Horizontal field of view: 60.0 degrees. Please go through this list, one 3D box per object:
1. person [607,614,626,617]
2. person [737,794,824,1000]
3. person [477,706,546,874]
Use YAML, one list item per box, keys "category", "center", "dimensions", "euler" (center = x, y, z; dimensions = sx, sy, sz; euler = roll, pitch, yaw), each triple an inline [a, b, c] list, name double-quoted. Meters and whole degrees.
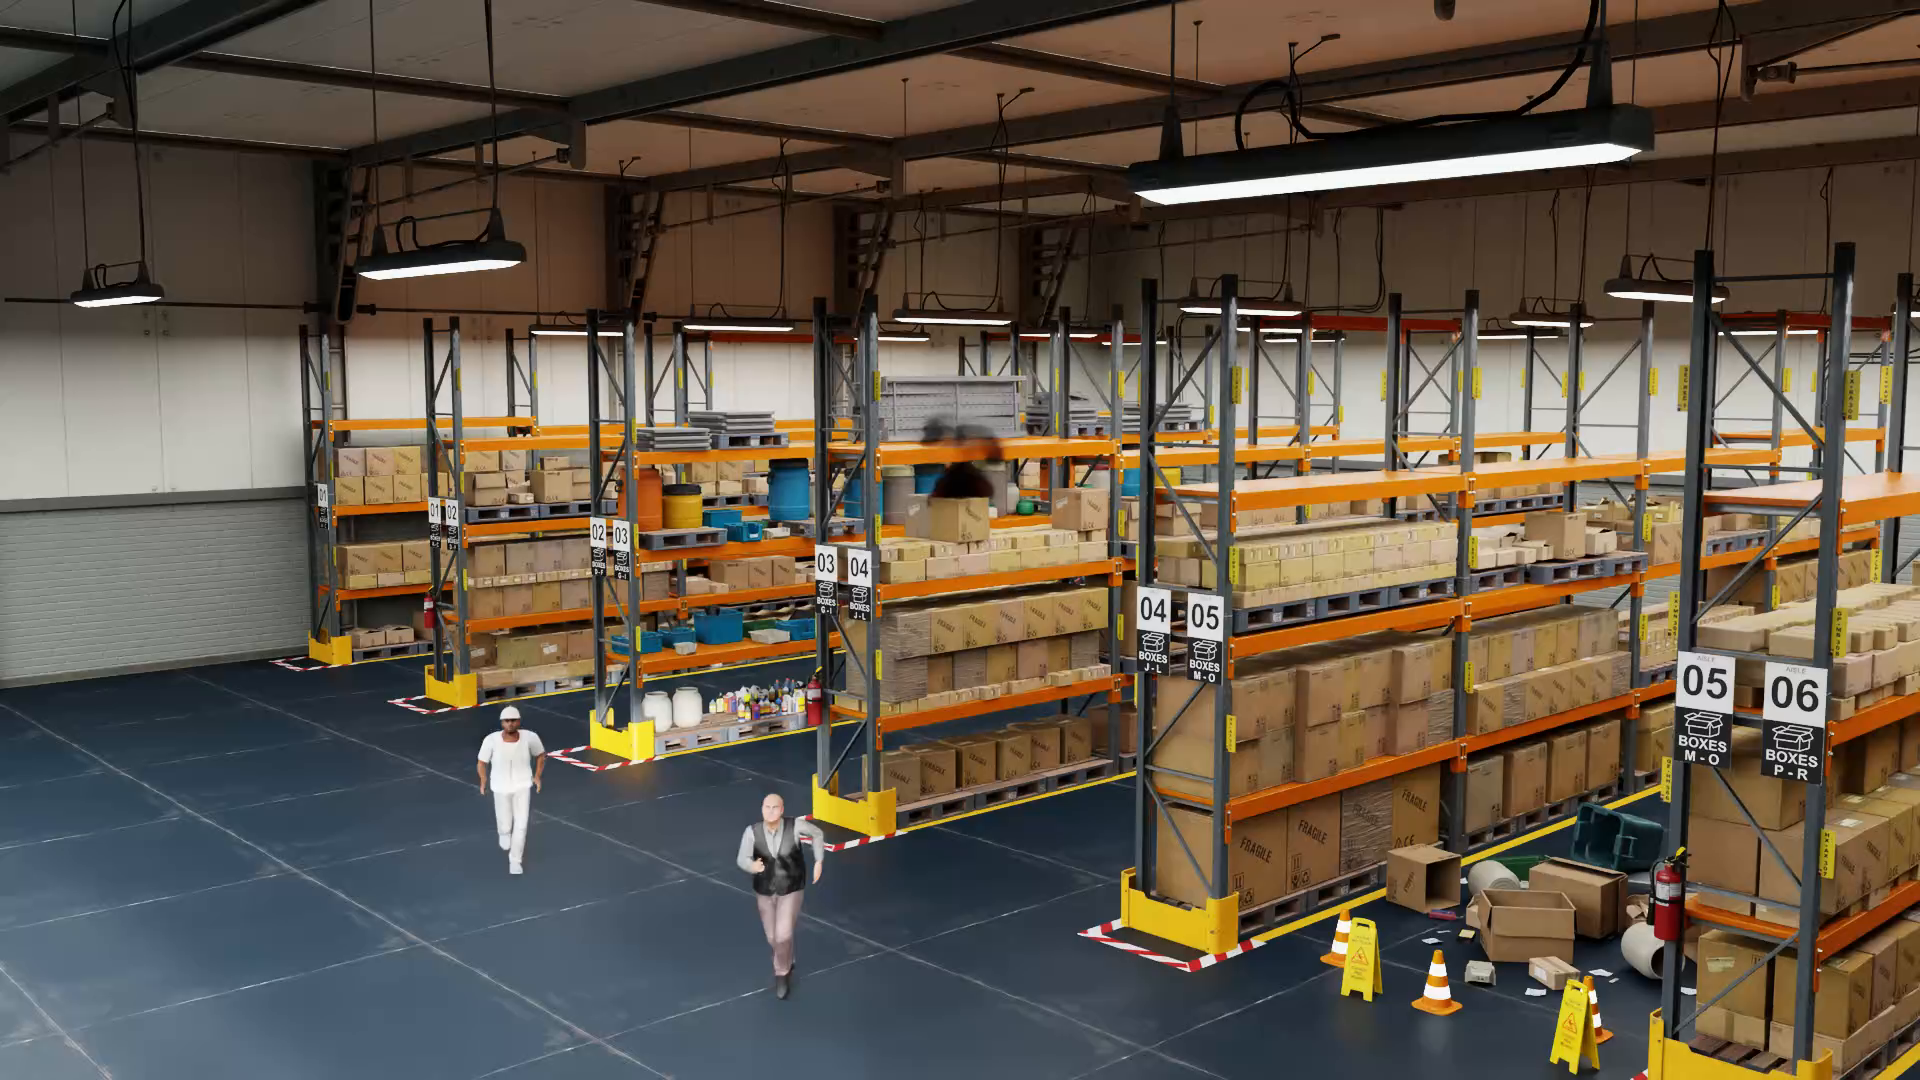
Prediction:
- category: "person"
  center: [-6.077, 1.285, 30.089]
  dimensions: [0.775, 1.716, 0.639]
  euler: [-5, 8, -43]
- category: "person"
  center: [-1.493, 2.925, 13.763]
  dimensions: [0.680, 1.714, 0.808]
  euler: [0, 6, 4]
- category: "person"
  center: [-4.668, 2.563, 17.349]
  dimensions: [0.690, 1.723, 0.748]
  euler: [-2, 6, -16]
